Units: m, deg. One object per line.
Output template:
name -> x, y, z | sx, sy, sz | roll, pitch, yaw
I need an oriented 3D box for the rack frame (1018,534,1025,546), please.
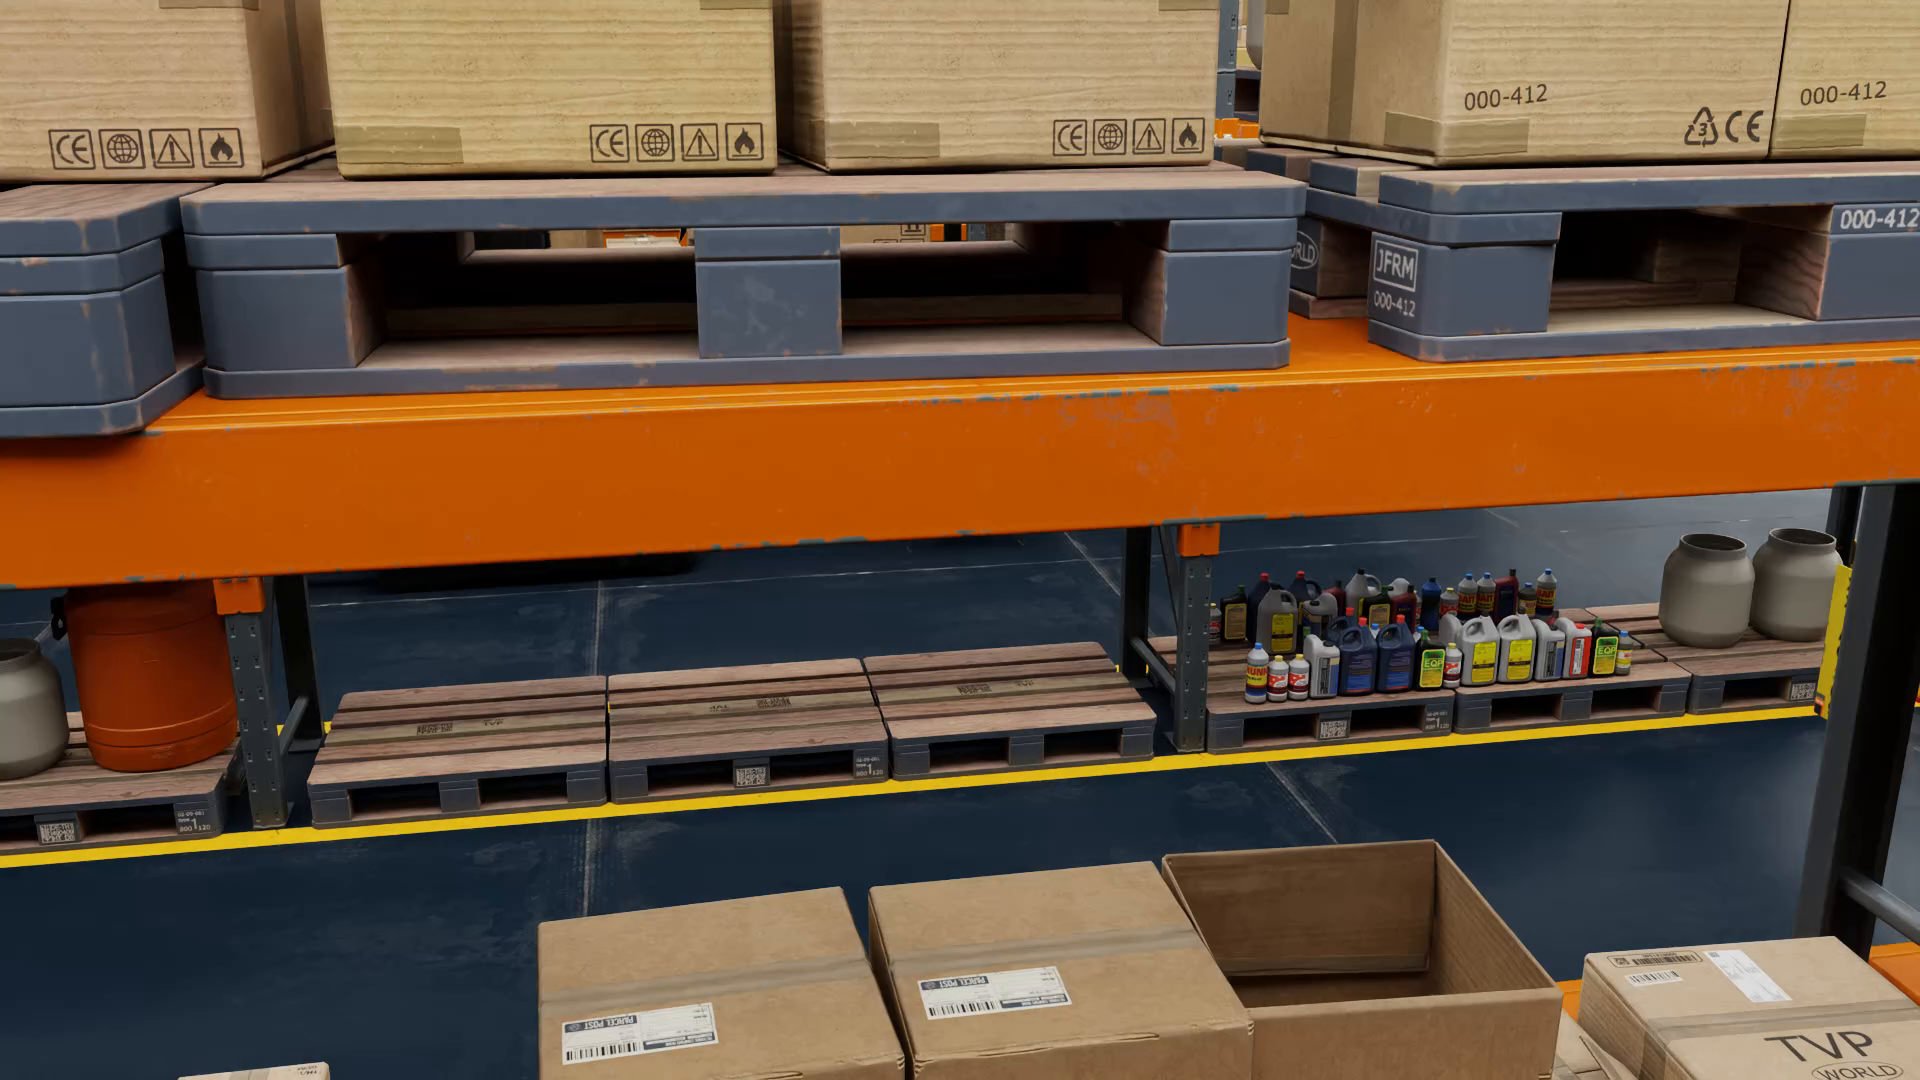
rack frame -> 0.366, -0.738, 10.659 | 0.023, 1.500, 0.400 | -3, 17, -10

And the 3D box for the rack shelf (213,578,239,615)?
rack shelf -> -4.924, 0.080, 6.669 | 4.000, 0.370, 1.077 | -3, 17, -10

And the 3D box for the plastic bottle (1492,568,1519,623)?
plastic bottle -> 2.830, 0.285, 8.651 | 0.133, 0.283, 0.061 | -3, 17, -10

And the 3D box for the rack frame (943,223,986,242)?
rack frame -> 0.028, -2.026, 12.300 | 0.127, 3.000, 1.000 | -3, 17, -10

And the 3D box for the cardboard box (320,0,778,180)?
cardboard box -> -0.514, -0.615, 2.136 | 0.500, 0.250, 0.500 | -4, 17, -12

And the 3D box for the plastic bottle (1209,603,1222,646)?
plastic bottle -> 1.264, 0.419, 8.356 | 0.097, 0.201, 0.097 | 0, 17, 0

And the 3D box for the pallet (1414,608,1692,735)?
pallet -> 2.835, 0.640, 8.368 | 1.213, 0.211, 1.003 | -3, 17, -10

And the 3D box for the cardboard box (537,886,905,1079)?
cardboard box -> -0.380, 0.907, 2.581 | 0.500, 0.500, 0.500 | -4, 18, -13

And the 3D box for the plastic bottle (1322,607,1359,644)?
plastic bottle -> 1.811, 0.491, 7.868 | 0.185, 0.351, 0.144 | -3, 17, -10

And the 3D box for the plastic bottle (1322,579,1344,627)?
plastic bottle -> 1.886, 0.339, 8.476 | 0.133, 0.283, 0.061 | -2, 17, -7

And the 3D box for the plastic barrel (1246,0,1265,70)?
plastic barrel -> 1.427, -2.254, 7.026 | 0.421, 0.512, 0.421 | 0, 17, 0

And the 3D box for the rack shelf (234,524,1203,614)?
rack shelf -> -0.996, -0.143, 7.394 | 4.000, 0.370, 1.077 | -3, 17, -10

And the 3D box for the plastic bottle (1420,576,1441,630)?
plastic bottle -> 2.422, 0.320, 8.559 | 0.097, 0.271, 0.097 | 0, 17, 0

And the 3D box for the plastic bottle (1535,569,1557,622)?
plastic bottle -> 3.055, 0.284, 8.676 | 0.097, 0.271, 0.097 | 0, 17, 0

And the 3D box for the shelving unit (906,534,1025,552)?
shelving unit -> 0.007, -0.717, 10.593 | 0.755, 1.500, 0.431 | -3, 17, -10

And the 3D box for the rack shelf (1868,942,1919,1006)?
rack shelf -> 3.867, 1.062, 3.470 | 4.000, 0.370, 1.077 | -3, 17, -10

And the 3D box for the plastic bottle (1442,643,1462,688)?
plastic bottle -> 2.306, 0.584, 7.818 | 0.097, 0.201, 0.097 | 0, 17, 0

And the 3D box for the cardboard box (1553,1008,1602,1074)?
cardboard box -> 0.995, 0.940, 3.069 | 0.250, 0.149, 0.380 | -3, 17, -10

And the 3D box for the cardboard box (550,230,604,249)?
cardboard box -> -2.848, -2.153, 11.829 | 0.500, 0.500, 0.700 | -1, 17, -2

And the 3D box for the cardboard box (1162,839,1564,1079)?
cardboard box -> 0.629, 0.849, 2.767 | 0.500, 0.500, 0.500 | -2, 17, -6

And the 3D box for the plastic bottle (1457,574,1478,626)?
plastic bottle -> 2.621, 0.309, 8.596 | 0.097, 0.271, 0.097 | 0, 17, 0

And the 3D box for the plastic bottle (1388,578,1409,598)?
plastic bottle -> 2.211, 0.338, 8.493 | 0.135, 0.276, 0.152 | -3, 17, -9

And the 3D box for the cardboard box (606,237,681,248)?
cardboard box -> -2.210, -1.960, 11.623 | 0.500, 0.250, 0.500 | -4, 17, -12

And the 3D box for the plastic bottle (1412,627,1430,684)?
plastic bottle -> 2.161, 0.541, 7.840 | 0.097, 0.271, 0.097 | 0, 17, 0

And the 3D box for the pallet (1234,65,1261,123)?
pallet -> 1.657, -2.010, 7.461 | 1.003, 0.211, 1.213 | -3, 17, -10

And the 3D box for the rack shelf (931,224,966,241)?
rack shelf -> 1.150, -3.229, 17.442 | 4.000, 0.370, 1.077 | -3, 17, -10

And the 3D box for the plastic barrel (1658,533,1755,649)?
plastic barrel -> 3.771, 0.254, 8.398 | 0.421, 0.512, 0.421 | 0, 17, 0

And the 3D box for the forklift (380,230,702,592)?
forklift -> -3.153, -1.261, 9.926 | 3.031, 2.935, 1.130 | -3, 17, -11

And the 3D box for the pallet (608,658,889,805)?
pallet -> -0.997, 0.858, 7.657 | 1.213, 0.211, 1.003 | -3, 17, -10

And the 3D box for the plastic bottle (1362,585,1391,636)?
plastic bottle -> 2.095, 0.370, 8.375 | 0.133, 0.283, 0.061 | -3, 17, -10

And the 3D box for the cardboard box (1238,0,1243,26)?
cardboard box -> 2.686, -5.330, 16.809 | 0.500, 0.250, 0.500 | -3, 17, -10

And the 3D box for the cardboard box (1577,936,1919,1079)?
cardboard box -> 1.428, 0.941, 2.893 | 0.500, 0.250, 0.500 | -2, 17, -7

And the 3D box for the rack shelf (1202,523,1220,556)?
rack shelf -> 2.931, -0.366, 8.119 | 4.000, 0.370, 1.077 | -3, 17, -10

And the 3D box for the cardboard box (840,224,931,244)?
cardboard box -> -0.779, -2.510, 12.137 | 1.000, 1.000, 1.000 | -3, 17, -10

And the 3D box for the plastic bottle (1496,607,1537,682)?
plastic bottle -> 2.624, 0.488, 7.877 | 0.185, 0.351, 0.144 | -3, 17, -8

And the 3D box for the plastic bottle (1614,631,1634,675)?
plastic bottle -> 3.175, 0.535, 7.978 | 0.097, 0.201, 0.097 | 0, 17, 0

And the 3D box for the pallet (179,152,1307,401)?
pallet -> -0.277, -0.418, 2.276 | 1.213, 0.211, 1.003 | -2, 17, -8

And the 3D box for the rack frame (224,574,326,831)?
rack frame -> -2.960, -0.376, 6.926 | 0.127, 3.000, 1.000 | -3, 17, -10

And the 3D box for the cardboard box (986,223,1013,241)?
cardboard box -> 0.481, -2.223, 12.265 | 0.500, 0.500, 0.875 | -3, 17, -10

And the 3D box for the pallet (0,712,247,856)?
pallet -> -3.726, 1.013, 7.153 | 1.213, 0.211, 1.003 | -3, 17, -10

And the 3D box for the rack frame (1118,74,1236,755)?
rack frame -> 0.967, -0.598, 7.651 | 0.127, 3.000, 1.000 | -3, 17, -10

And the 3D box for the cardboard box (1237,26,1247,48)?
cardboard box -> 1.925, -3.616, 11.943 | 0.250, 0.149, 0.380 | -3, 17, -9

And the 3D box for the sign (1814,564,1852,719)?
sign -> 1.797, 0.218, 3.383 | 0.005, 0.325, 0.100 | -3, 17, -10

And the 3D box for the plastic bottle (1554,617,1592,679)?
plastic bottle -> 2.922, 0.505, 7.947 | 0.135, 0.276, 0.152 | -3, 17, -10

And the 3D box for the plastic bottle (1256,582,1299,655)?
plastic bottle -> 1.572, 0.380, 8.227 | 0.185, 0.351, 0.144 | -3, 17, -10

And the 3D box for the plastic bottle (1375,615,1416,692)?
plastic bottle -> 2.024, 0.522, 7.767 | 0.185, 0.351, 0.144 | -4, 18, -13

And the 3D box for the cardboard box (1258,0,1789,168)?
cardboard box -> 0.758, -0.670, 2.316 | 0.500, 0.250, 0.500 | -5, 18, -16

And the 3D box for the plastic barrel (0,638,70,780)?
plastic barrel -> -3.975, 0.702, 6.938 | 0.421, 0.512, 0.421 | 0, 17, 0

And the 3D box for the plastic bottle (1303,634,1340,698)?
plastic bottle -> 1.676, 0.576, 7.717 | 0.135, 0.276, 0.152 | -3, 17, -8

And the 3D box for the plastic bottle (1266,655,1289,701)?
plastic bottle -> 1.463, 0.632, 7.662 | 0.097, 0.201, 0.097 | 0, 17, 0

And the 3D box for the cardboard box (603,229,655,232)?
cardboard box -> -3.255, -3.291, 16.247 | 0.500, 0.500, 0.500 | -3, 17, -10

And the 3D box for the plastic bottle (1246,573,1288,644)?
plastic bottle -> 1.545, 0.339, 8.363 | 0.185, 0.351, 0.144 | -4, 17, -12
